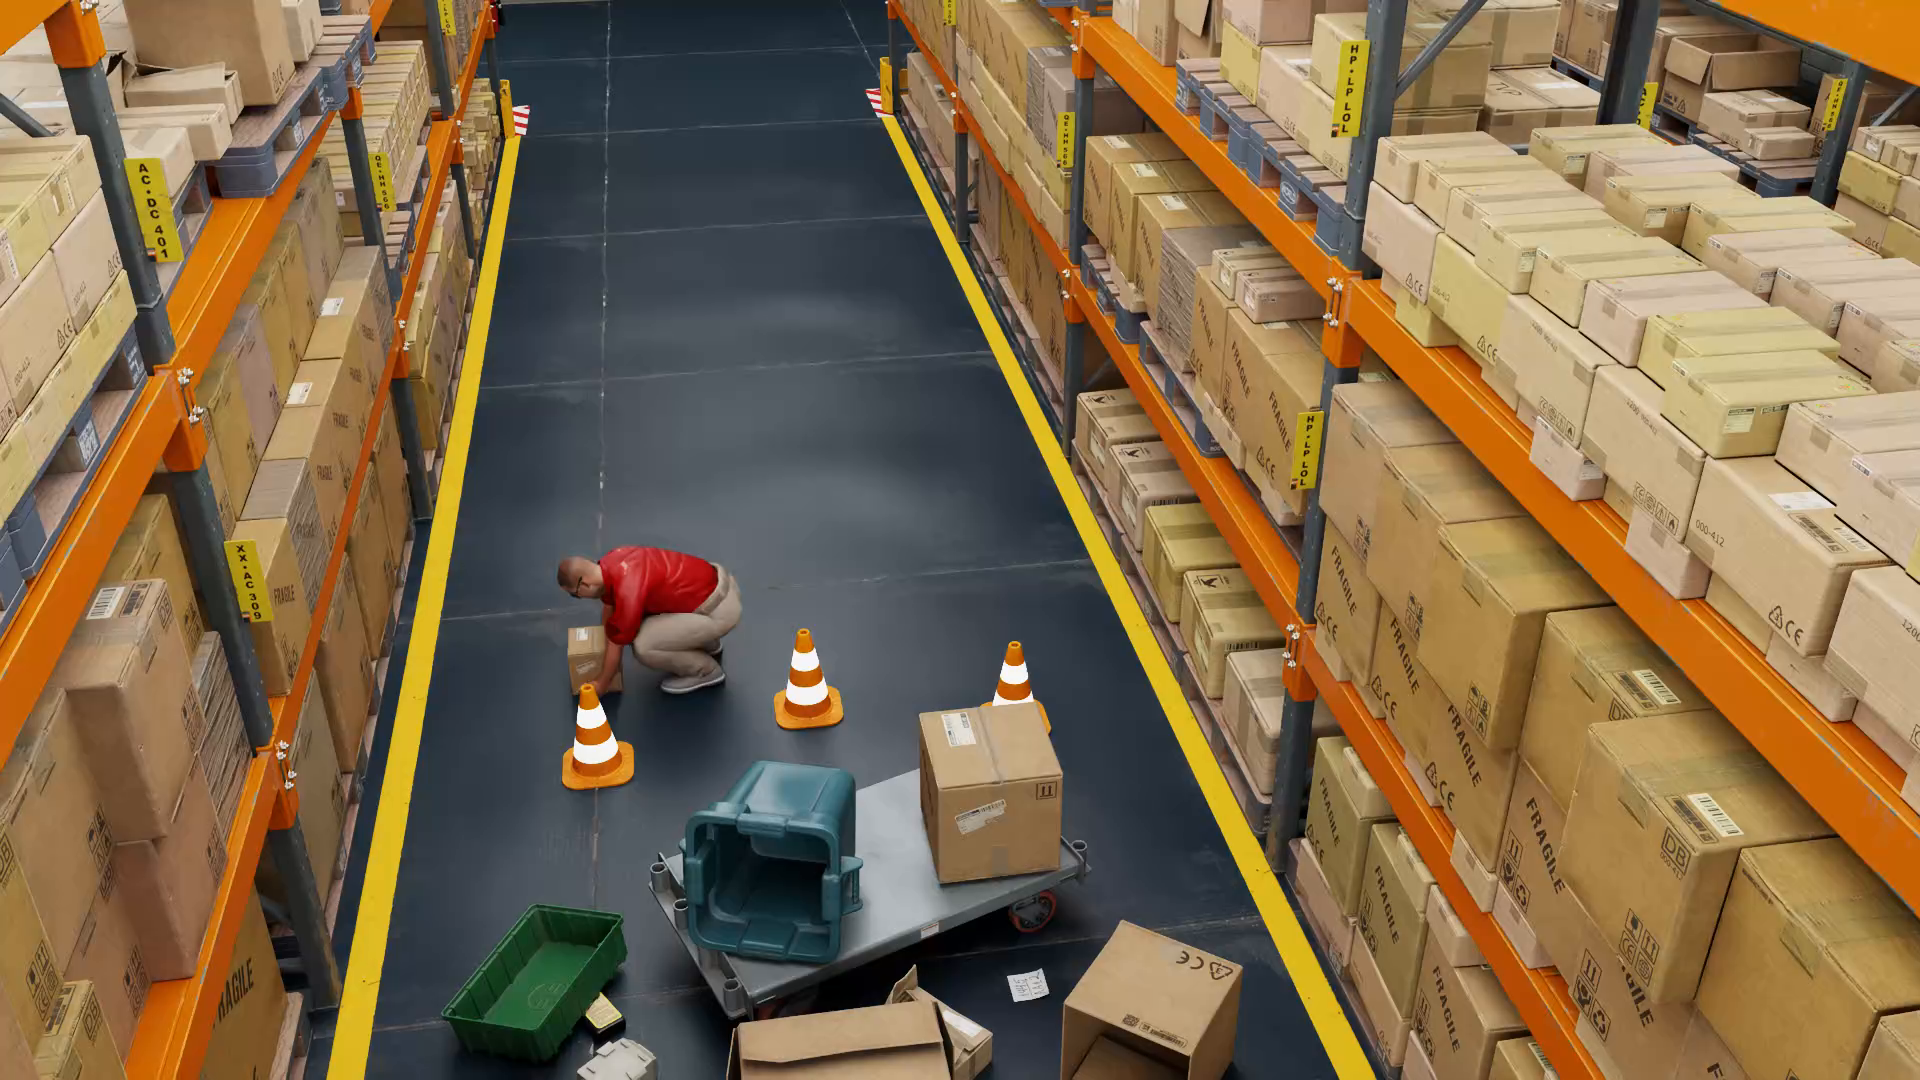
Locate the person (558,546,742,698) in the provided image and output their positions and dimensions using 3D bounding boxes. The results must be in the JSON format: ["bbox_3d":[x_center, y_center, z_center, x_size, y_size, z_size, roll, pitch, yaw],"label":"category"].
[{"bbox_3d":[-1.615,0.400,8.482,0.778,0.851,0.546,-5,31,-9],"label":"person"}]
